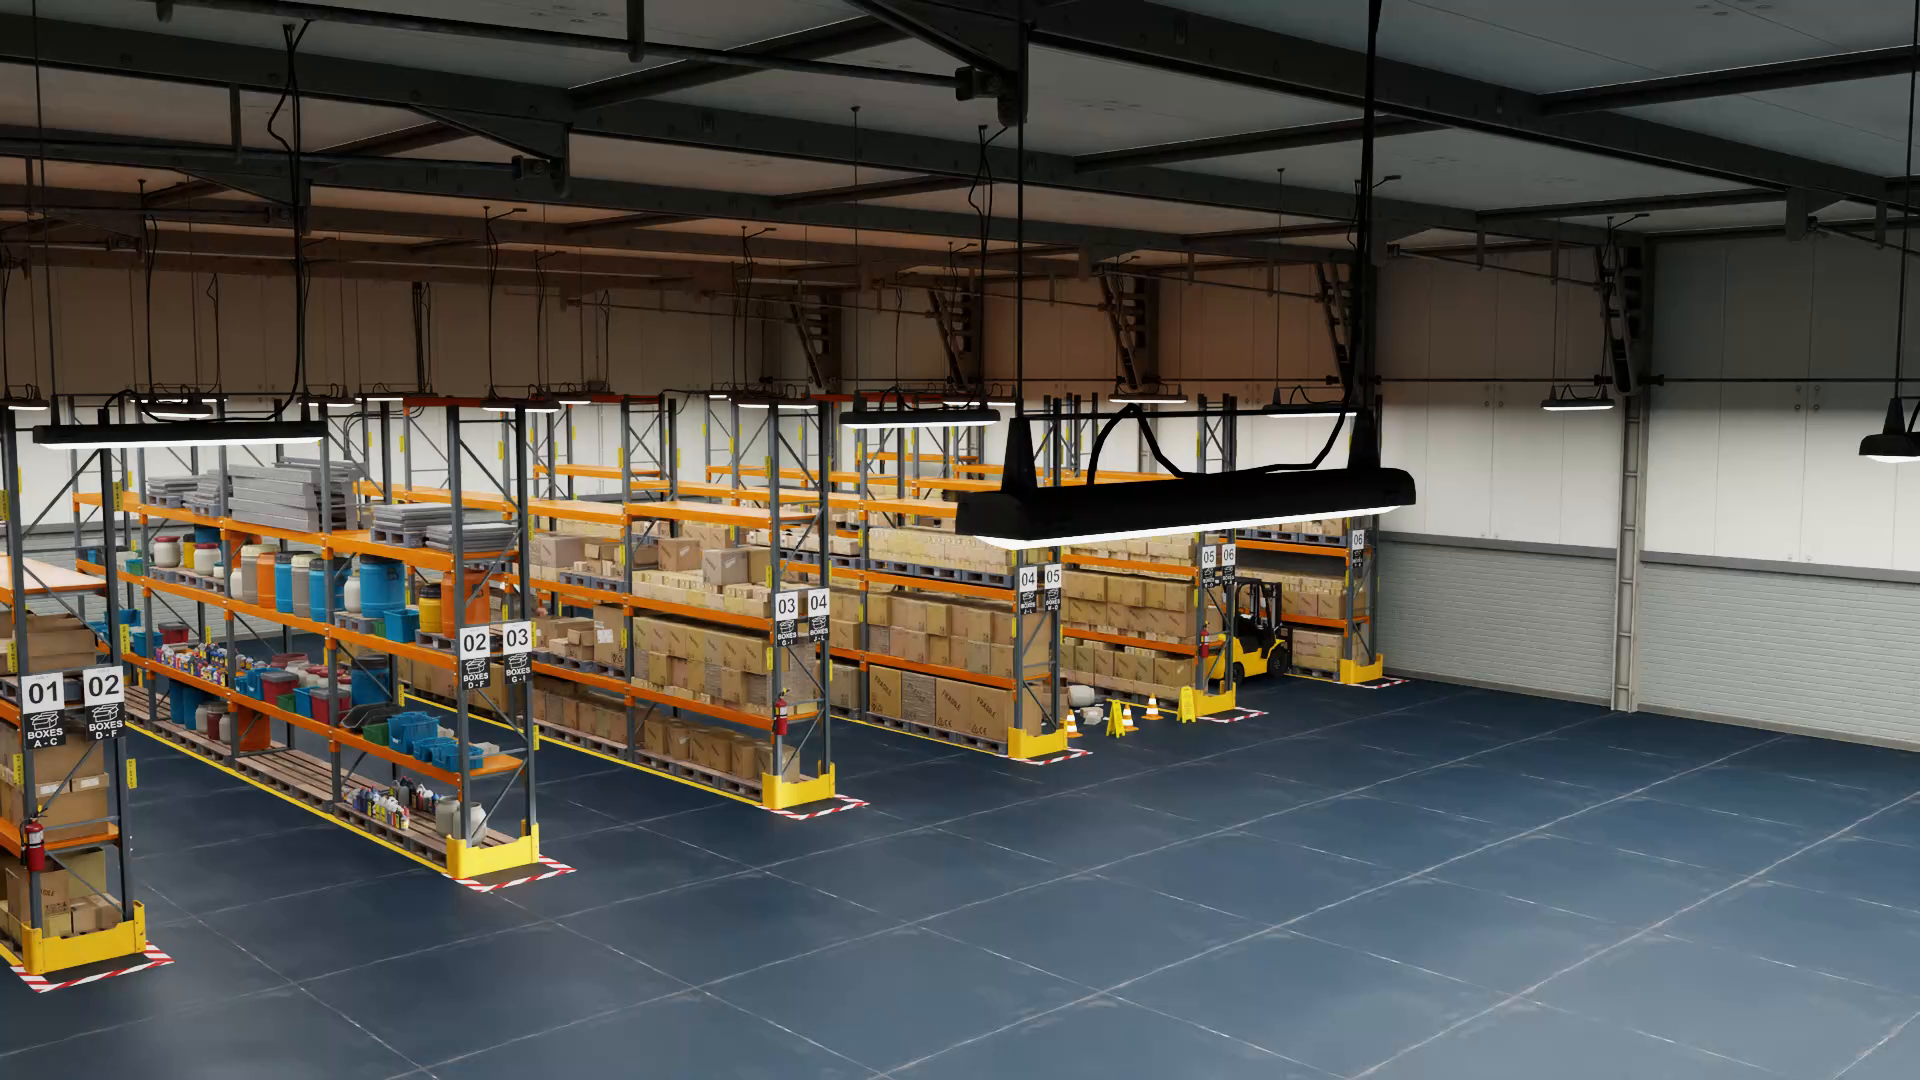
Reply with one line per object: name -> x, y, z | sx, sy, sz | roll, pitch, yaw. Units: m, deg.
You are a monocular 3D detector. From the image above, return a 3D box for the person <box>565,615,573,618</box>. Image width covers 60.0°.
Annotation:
person -> -7.706, 2.308, 32.916 | 0.618, 1.671, 0.675 | -4, 7, -36

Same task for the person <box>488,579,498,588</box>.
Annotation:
person -> -11.045, 1.720, 39.233 | 0.650, 1.744, 0.839 | 0, 6, 3
